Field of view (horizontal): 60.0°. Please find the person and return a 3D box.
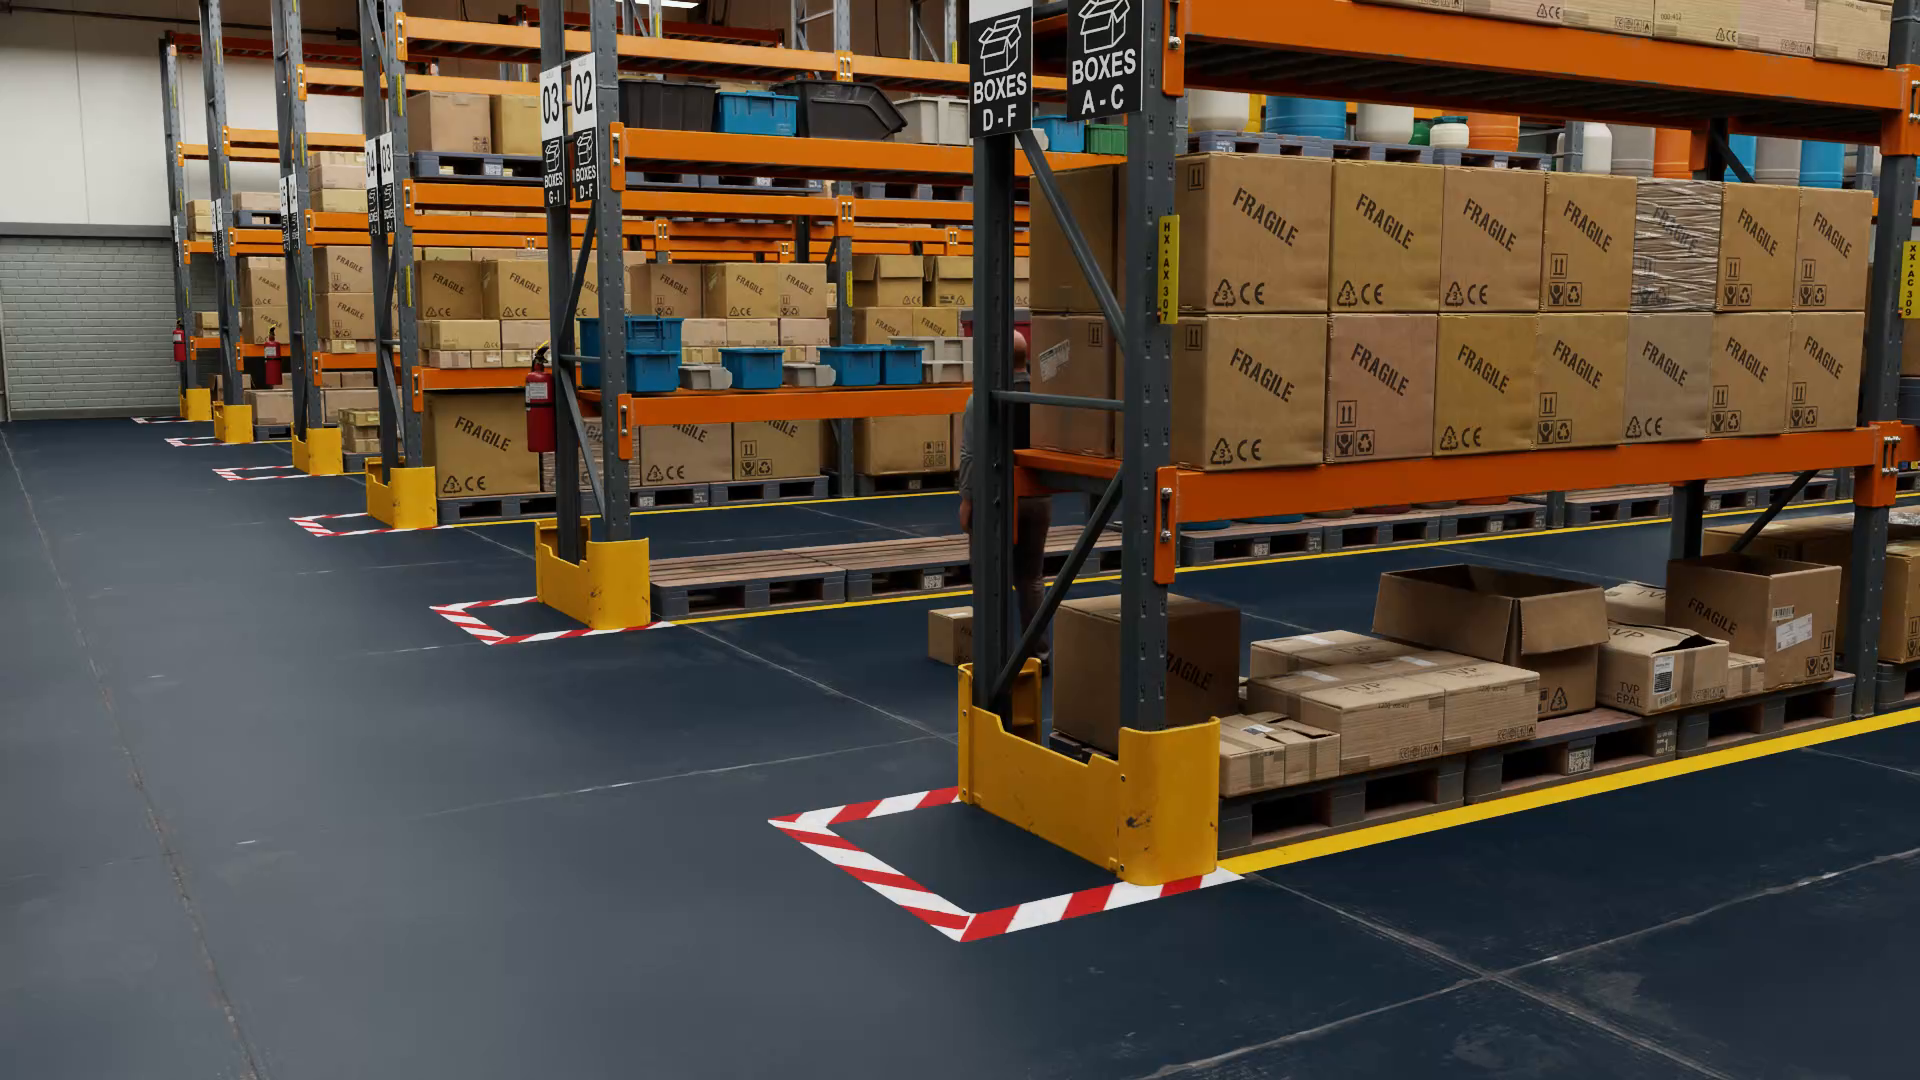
[{"bbox_3d":[0.229,-0.169,8.142,0.533,1.714,0.358,-5,9,-30],"label":"person"}]
